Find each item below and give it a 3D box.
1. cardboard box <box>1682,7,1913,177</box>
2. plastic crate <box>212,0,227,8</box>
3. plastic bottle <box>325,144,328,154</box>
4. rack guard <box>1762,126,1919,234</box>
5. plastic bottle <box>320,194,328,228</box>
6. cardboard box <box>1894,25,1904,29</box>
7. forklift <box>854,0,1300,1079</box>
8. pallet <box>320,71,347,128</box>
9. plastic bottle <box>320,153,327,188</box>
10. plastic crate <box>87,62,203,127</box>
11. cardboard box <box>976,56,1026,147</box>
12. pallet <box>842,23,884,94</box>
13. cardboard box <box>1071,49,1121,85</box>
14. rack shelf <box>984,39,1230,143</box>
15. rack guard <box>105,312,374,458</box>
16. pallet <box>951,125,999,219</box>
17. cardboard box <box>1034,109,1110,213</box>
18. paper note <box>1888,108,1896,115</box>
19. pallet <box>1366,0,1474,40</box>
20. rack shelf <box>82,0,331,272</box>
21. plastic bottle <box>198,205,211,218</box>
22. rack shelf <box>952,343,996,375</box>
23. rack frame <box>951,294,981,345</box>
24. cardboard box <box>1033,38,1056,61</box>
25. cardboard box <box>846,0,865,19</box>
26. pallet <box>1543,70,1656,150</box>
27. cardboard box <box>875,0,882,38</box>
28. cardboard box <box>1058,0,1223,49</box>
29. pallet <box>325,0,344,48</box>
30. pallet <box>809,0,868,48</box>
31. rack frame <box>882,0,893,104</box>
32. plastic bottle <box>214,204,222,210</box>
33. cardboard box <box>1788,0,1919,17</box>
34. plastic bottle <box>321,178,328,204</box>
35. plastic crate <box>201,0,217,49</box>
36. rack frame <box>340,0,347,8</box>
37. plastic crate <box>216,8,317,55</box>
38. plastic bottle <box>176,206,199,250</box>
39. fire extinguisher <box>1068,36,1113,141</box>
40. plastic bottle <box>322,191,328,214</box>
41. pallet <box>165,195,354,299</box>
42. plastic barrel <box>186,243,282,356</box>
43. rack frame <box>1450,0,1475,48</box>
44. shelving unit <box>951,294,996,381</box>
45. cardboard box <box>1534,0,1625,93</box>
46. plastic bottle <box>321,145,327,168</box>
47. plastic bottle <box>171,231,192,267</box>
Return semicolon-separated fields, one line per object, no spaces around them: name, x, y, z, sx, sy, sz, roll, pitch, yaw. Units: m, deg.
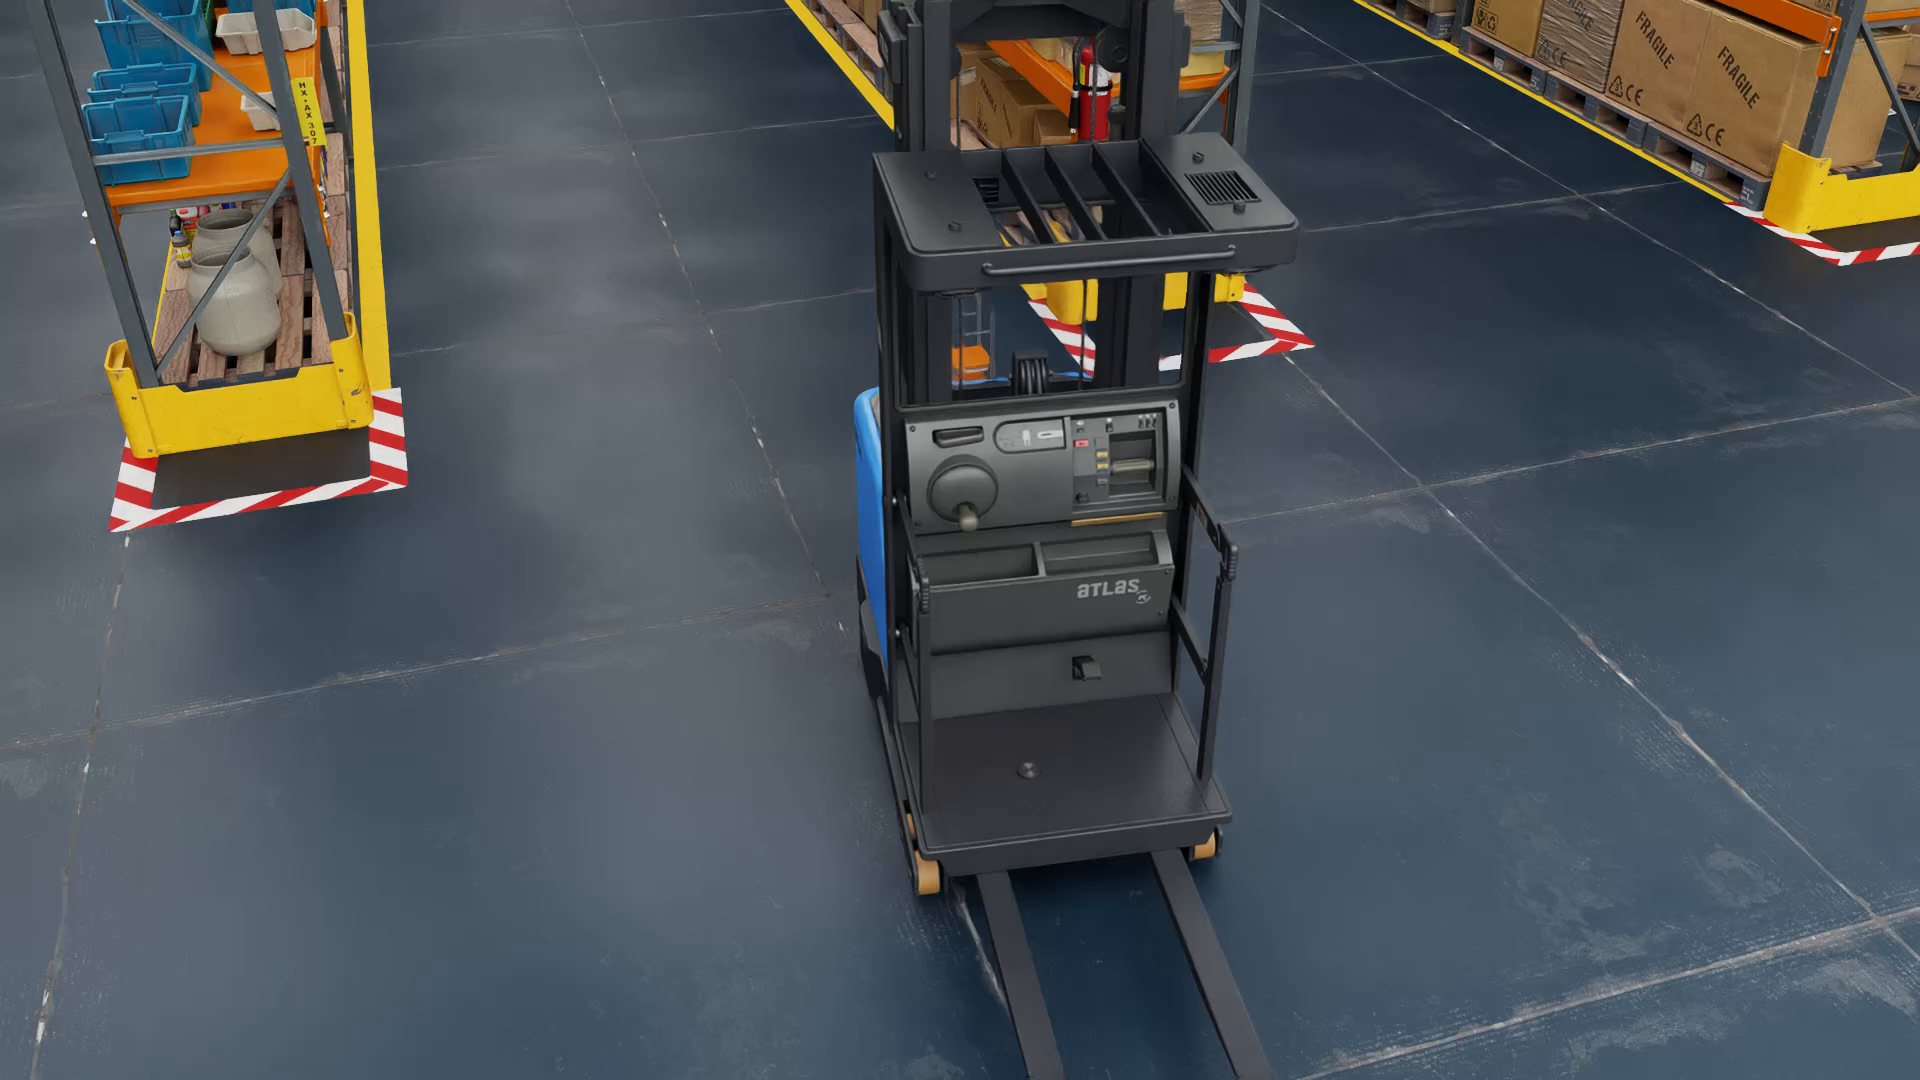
cardboard box;5.611;-3.056;11.201;0.875;0.875;0.875;-10;35;-14
plastic crate;-4.772;-3.587;10.513;0.767;0.338;0.504;-10;35;-15
plastic bottle;-4.350;-2.762;11.274;0.061;0.283;0.133;-8;34;-12
rack guard;5.888;-2.367;10.879;1.175;0.500;0.348;-10;35;-15
plastic bottle;-3.951;-2.038;10.190;0.097;0.271;0.097;0;33;0
cardboard box;7.324;-4.309;13.692;0.797;0.637;0.503;-10;35;-15
forklift;0.323;-0.192;5.382;1.130;2.935;3.031;-6;34;-8
pallet;-5.087;-3.151;12.327;1.003;0.211;1.213;-10;35;-15
plastic bottle;-4.183;-2.427;10.706;0.144;0.351;0.185;-10;35;-15
plastic crate;-4.221;-2.301;8.646;0.499;0.251;0.408;-10;35;-15
cardboard box;0.436;-3.045;11.524;0.500;0.500;0.500;-13;36;-19
pallet;-0.333;-3.987;13.592;1.003;0.211;1.213;-10;35;-15
cardboard box;0.843;-2.652;9.270;0.380;0.149;0.250;-10;35;-15
rack shelf;0.516;-3.392;10.814;1.077;0.370;4.000;-10;35;-15
rack guard;-3.659;-0.798;8.504;1.175;0.500;0.348;-10;35;-15
pallet;0.520;-2.590;11.478;1.003;0.211;1.213;-10;35;-15
cardboard box;0.737;-2.413;10.567;0.500;0.500;0.500;-1;33;-2
paper note;7.032;-3.270;12.673;0.144;0.017;0.142;1;33;2
pallet;4.353;-4.752;14.750;1.003;0.211;1.213;-10;35;-15
rack shelf;-4.201;-2.559;9.554;1.077;0.370;4.000;-10;35;-15
plastic bottle;-4.518;-1.905;9.976;0.061;0.283;0.133;-10;35;-15
rack shelf;0.004;-0.756;7.234;0.258;0.103;0.180;-10;35;-15
rack frame;-0.023;-0.541;7.480;0.240;1.200;0.006;-10;35;-15
cardboard box;0.642;-2.906;9.654;0.380;0.149;0.250;-10;35;-15
cardboard box;-0.559;-4.756;14.094;0.700;0.500;0.500;-13;36;-19
pallet;5.194;-3.305;12.561;1.003;0.211;1.213;-10;35;-15
cardboard box;-0.261;-4.208;13.266;0.700;0.500;0.500;-13;36;-18
cardboard box;0.985;-3.101;9.361;0.875;0.500;0.500;-10;35;-15
pallet;-5.832;-4.432;14.266;1.003;0.211;1.213;-10;35;-15
pallet;-0.709;-4.629;14.563;1.003;0.211;1.213;-10;35;-15
rack frame;-0.094;-4.742;12.205;1.000;3.000;0.127;-10;35;-15
plastic bottle;-4.614;-2.055;10.278;0.097;0.201;0.097;0;33;0
cardboard box;5.724;-3.672;10.451;0.875;0.550;0.550;-10;35;-15
plastic bottle;-4.075;-2.222;10.530;0.097;0.201;0.097;0;33;0
plastic crate;-4.666;-3.060;9.853;0.450;0.188;0.662;-10;35;-15
rack frame;-6.031;-6.009;14.123;1.000;3.000;0.127;-10;35;-15
plastic crate;-4.074;-2.989;9.792;0.530;0.136;0.437;-10;35;-15
plastic bottle;-4.619;-1.883;9.951;0.152;0.276;0.135;-10;35;-14
fire extinguisher;0.722;-2.472;8.840;0.296;0.674;0.183;-10;35;-15
plastic bottle;-4.012;-2.114;10.367;0.097;0.201;0.097;0;33;0
pallet;-4.270;-1.744;10.198;1.003;0.211;1.213;-10;35;-15
plastic barrel;-3.864;-1.279;8.840;0.421;0.512;0.421;0;33;0
rack frame;4.661;-5.523;13.387;1.000;3.000;0.127;-10;35;-15
shelving unit;0.004;-0.493;7.408;0.258;1.200;0.189;-10;35;-15
cardboard box;5.064;-3.997;12.624;0.875;0.875;0.875;-10;35;-14
plastic bottle;-4.281;-2.597;10.963;0.144;0.351;0.185;-12;35;-17
plastic bottle;-4.568;-1.715;9.764;0.097;0.201;0.097;0;33;0
